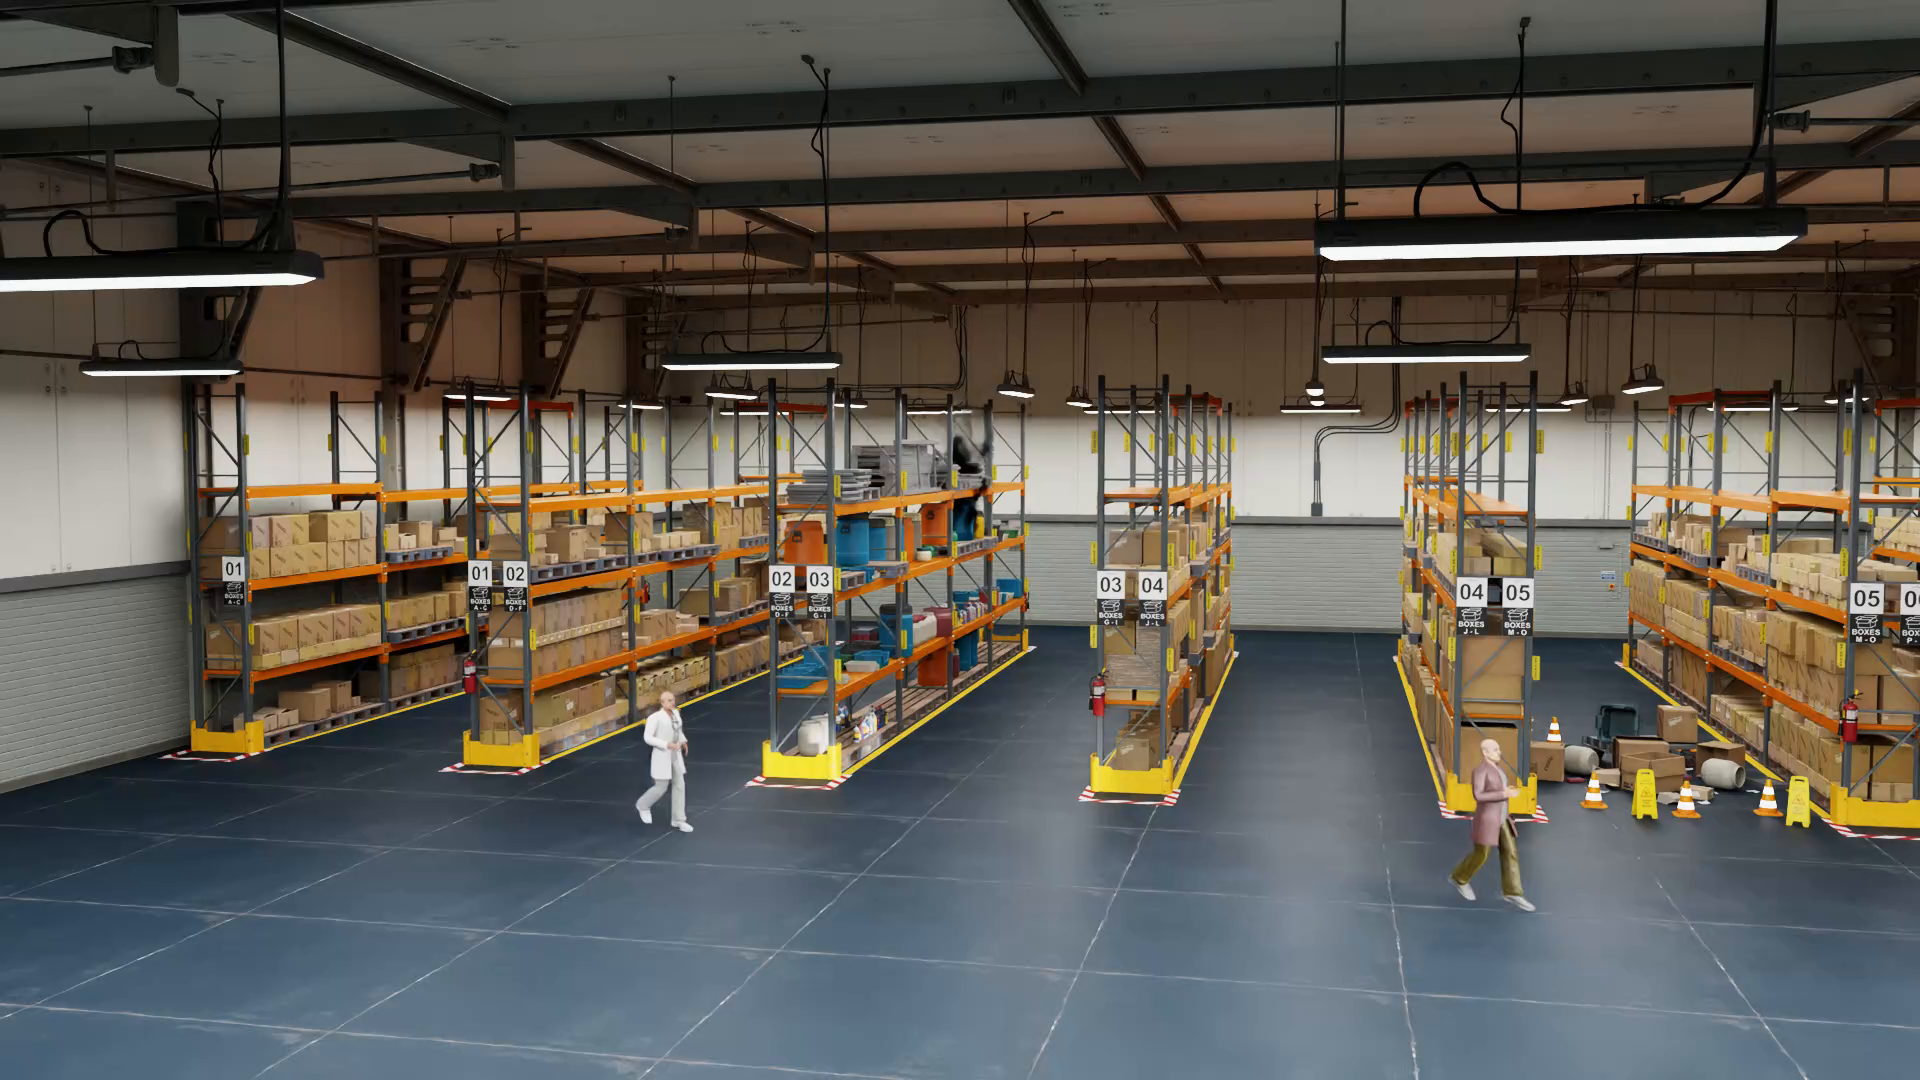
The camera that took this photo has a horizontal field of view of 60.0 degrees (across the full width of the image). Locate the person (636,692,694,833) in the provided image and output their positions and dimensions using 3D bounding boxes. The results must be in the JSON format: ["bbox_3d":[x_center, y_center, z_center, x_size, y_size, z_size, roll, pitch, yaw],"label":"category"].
[{"bbox_3d":[-3.848,2.871,21.695,0.934,1.799,0.727,2,4,37],"label":"person"}]

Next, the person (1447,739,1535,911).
[{"bbox_3d":[5.743,3.049,17.979,0.698,1.791,0.968,-3,4,-42],"label":"person"}]
